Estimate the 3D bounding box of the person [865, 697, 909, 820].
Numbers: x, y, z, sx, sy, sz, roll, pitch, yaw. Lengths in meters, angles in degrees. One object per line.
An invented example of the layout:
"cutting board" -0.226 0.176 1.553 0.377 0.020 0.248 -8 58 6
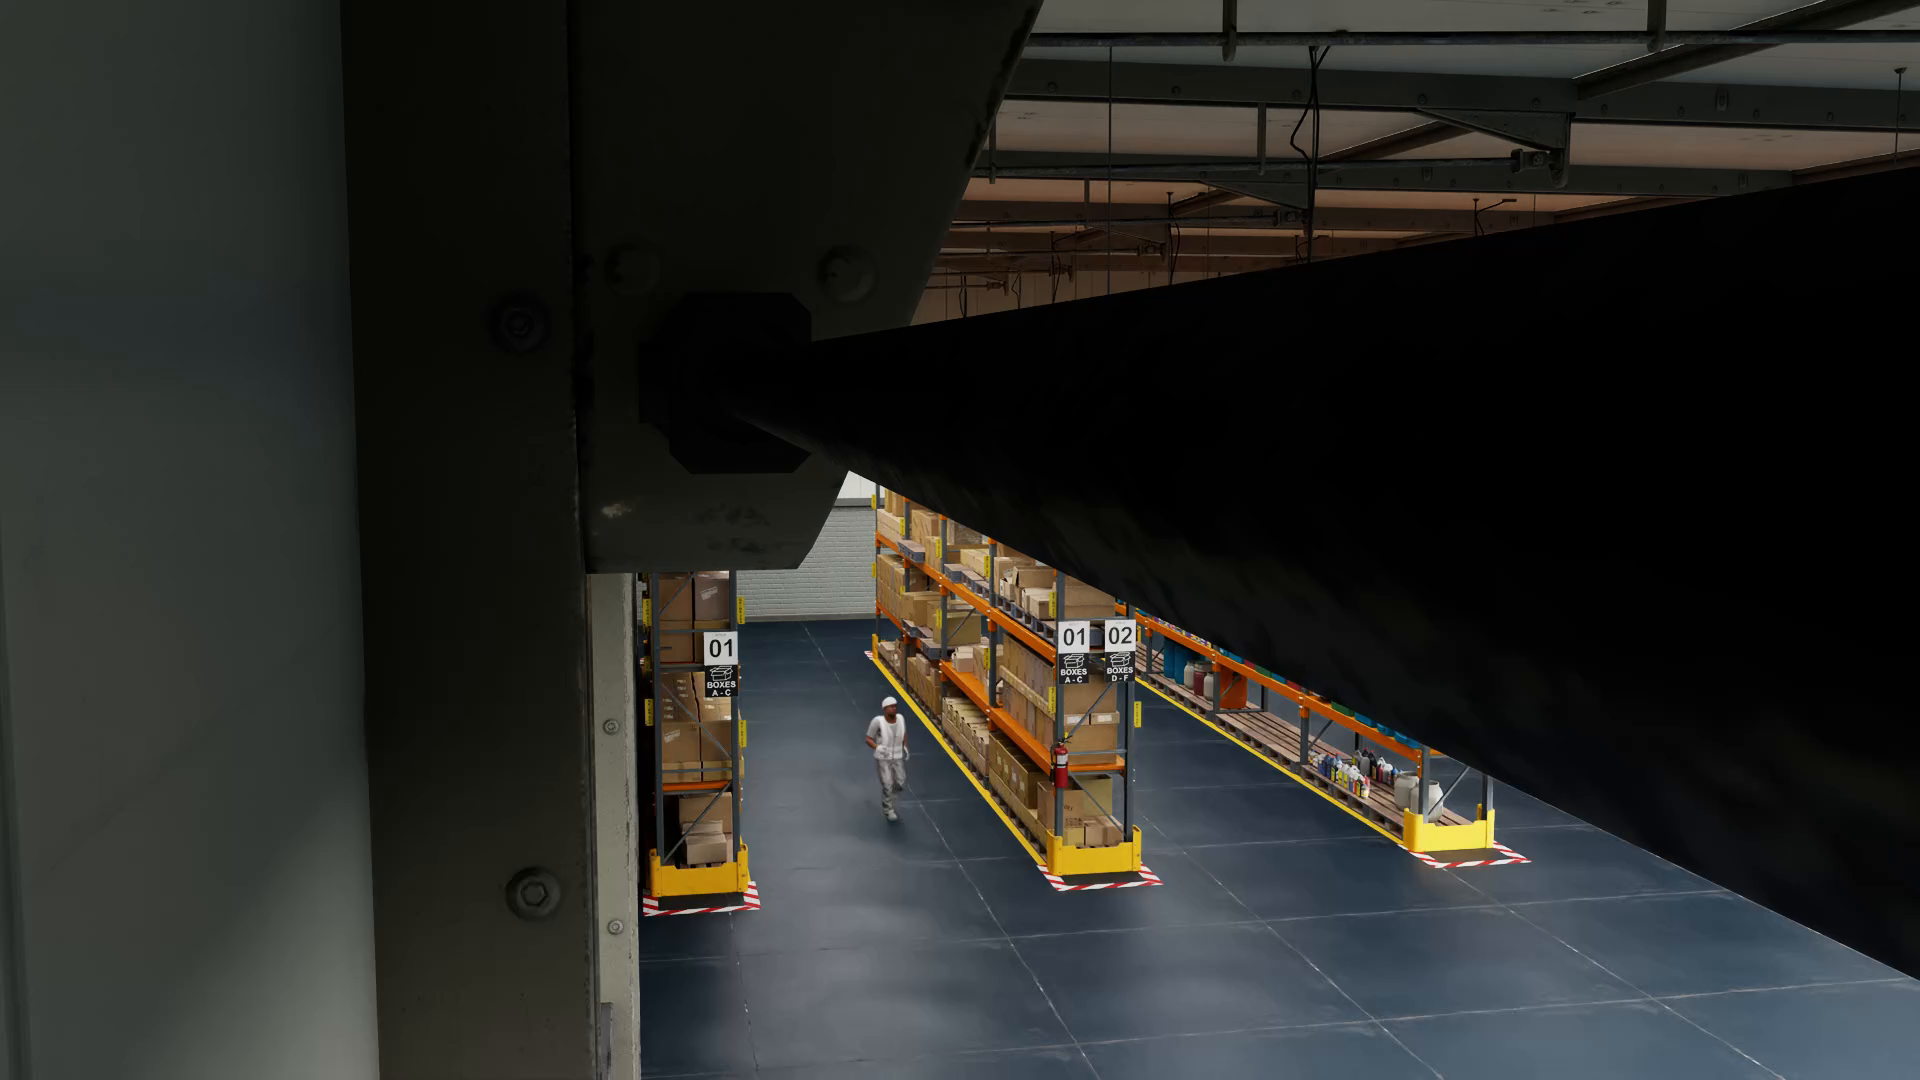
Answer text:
"person" -1.001 3.067 23.391 0.667 1.746 0.633 -3 7 -27
